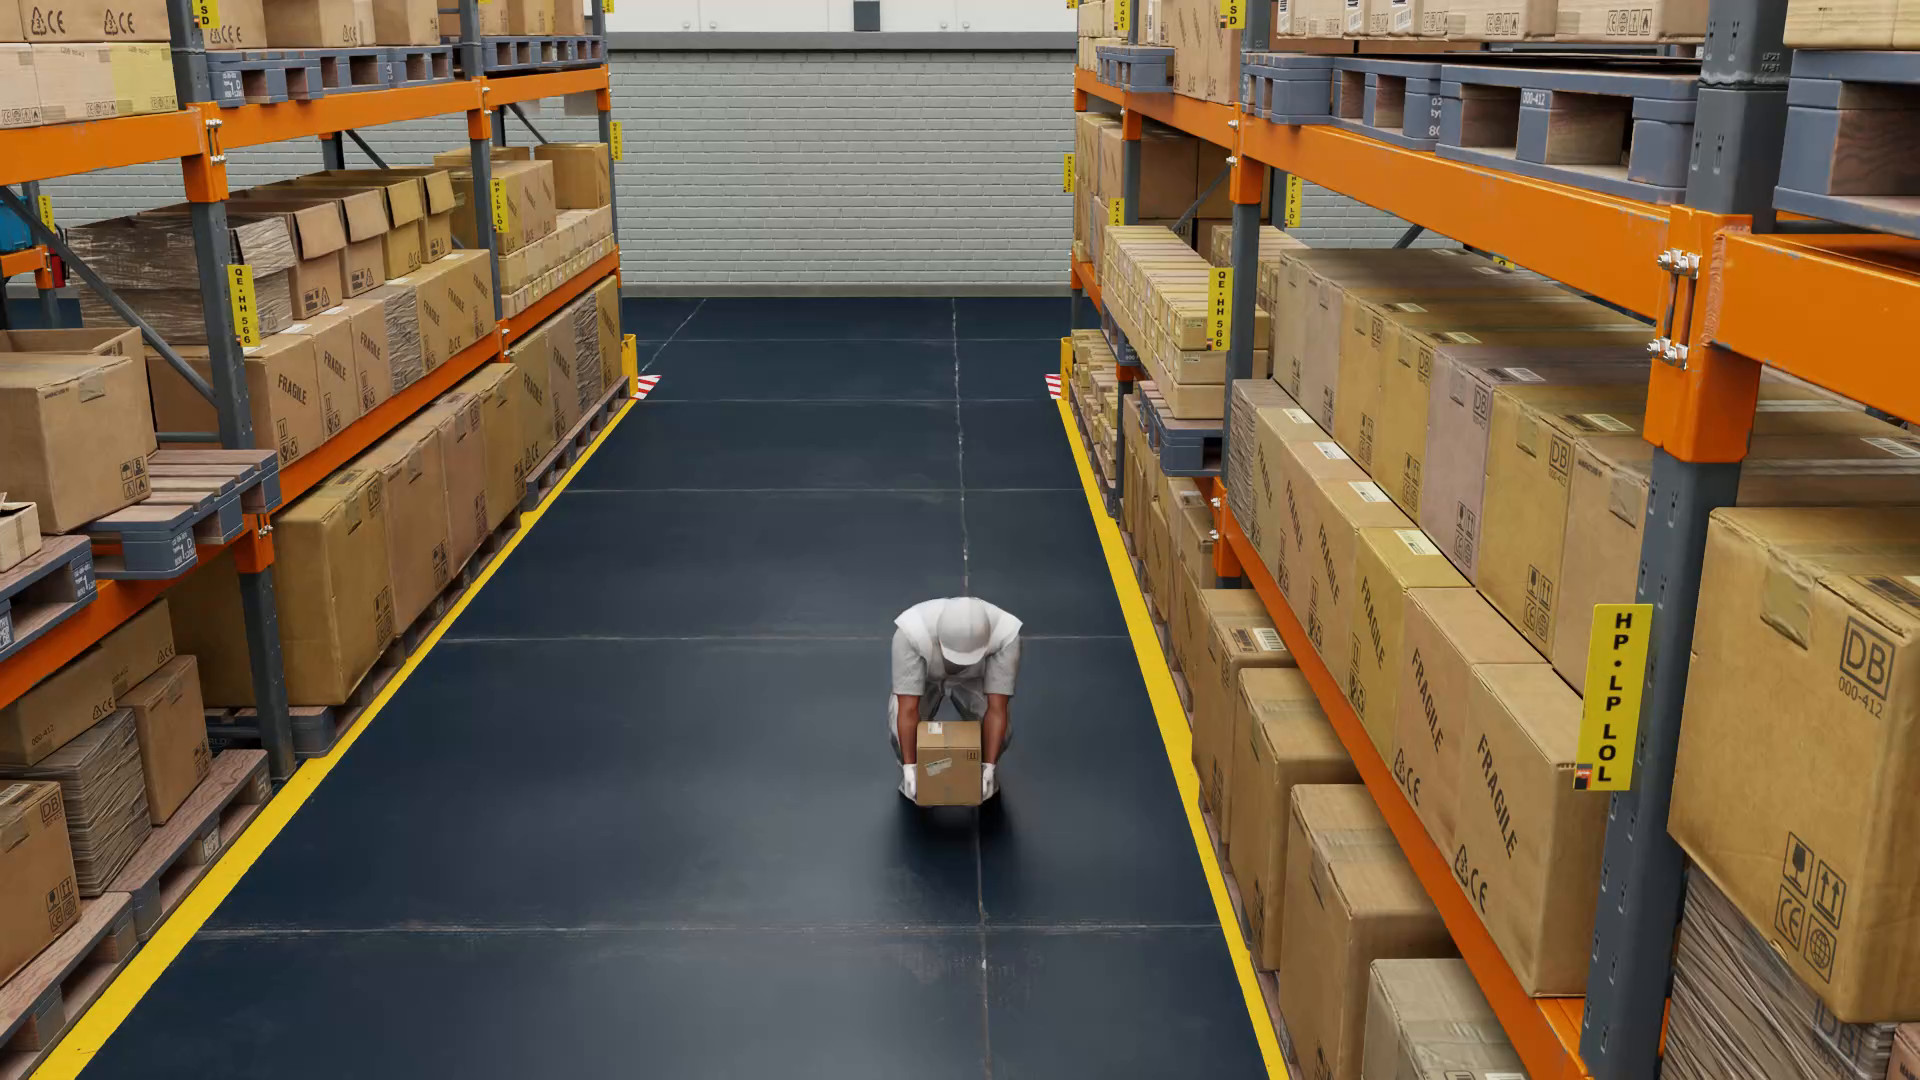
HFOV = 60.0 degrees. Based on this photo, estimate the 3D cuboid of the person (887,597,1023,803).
[{"bbox_3d":[-0.025,0.617,6.836,0.559,1.005,0.914,-1,17,-2],"label":"person"}]
